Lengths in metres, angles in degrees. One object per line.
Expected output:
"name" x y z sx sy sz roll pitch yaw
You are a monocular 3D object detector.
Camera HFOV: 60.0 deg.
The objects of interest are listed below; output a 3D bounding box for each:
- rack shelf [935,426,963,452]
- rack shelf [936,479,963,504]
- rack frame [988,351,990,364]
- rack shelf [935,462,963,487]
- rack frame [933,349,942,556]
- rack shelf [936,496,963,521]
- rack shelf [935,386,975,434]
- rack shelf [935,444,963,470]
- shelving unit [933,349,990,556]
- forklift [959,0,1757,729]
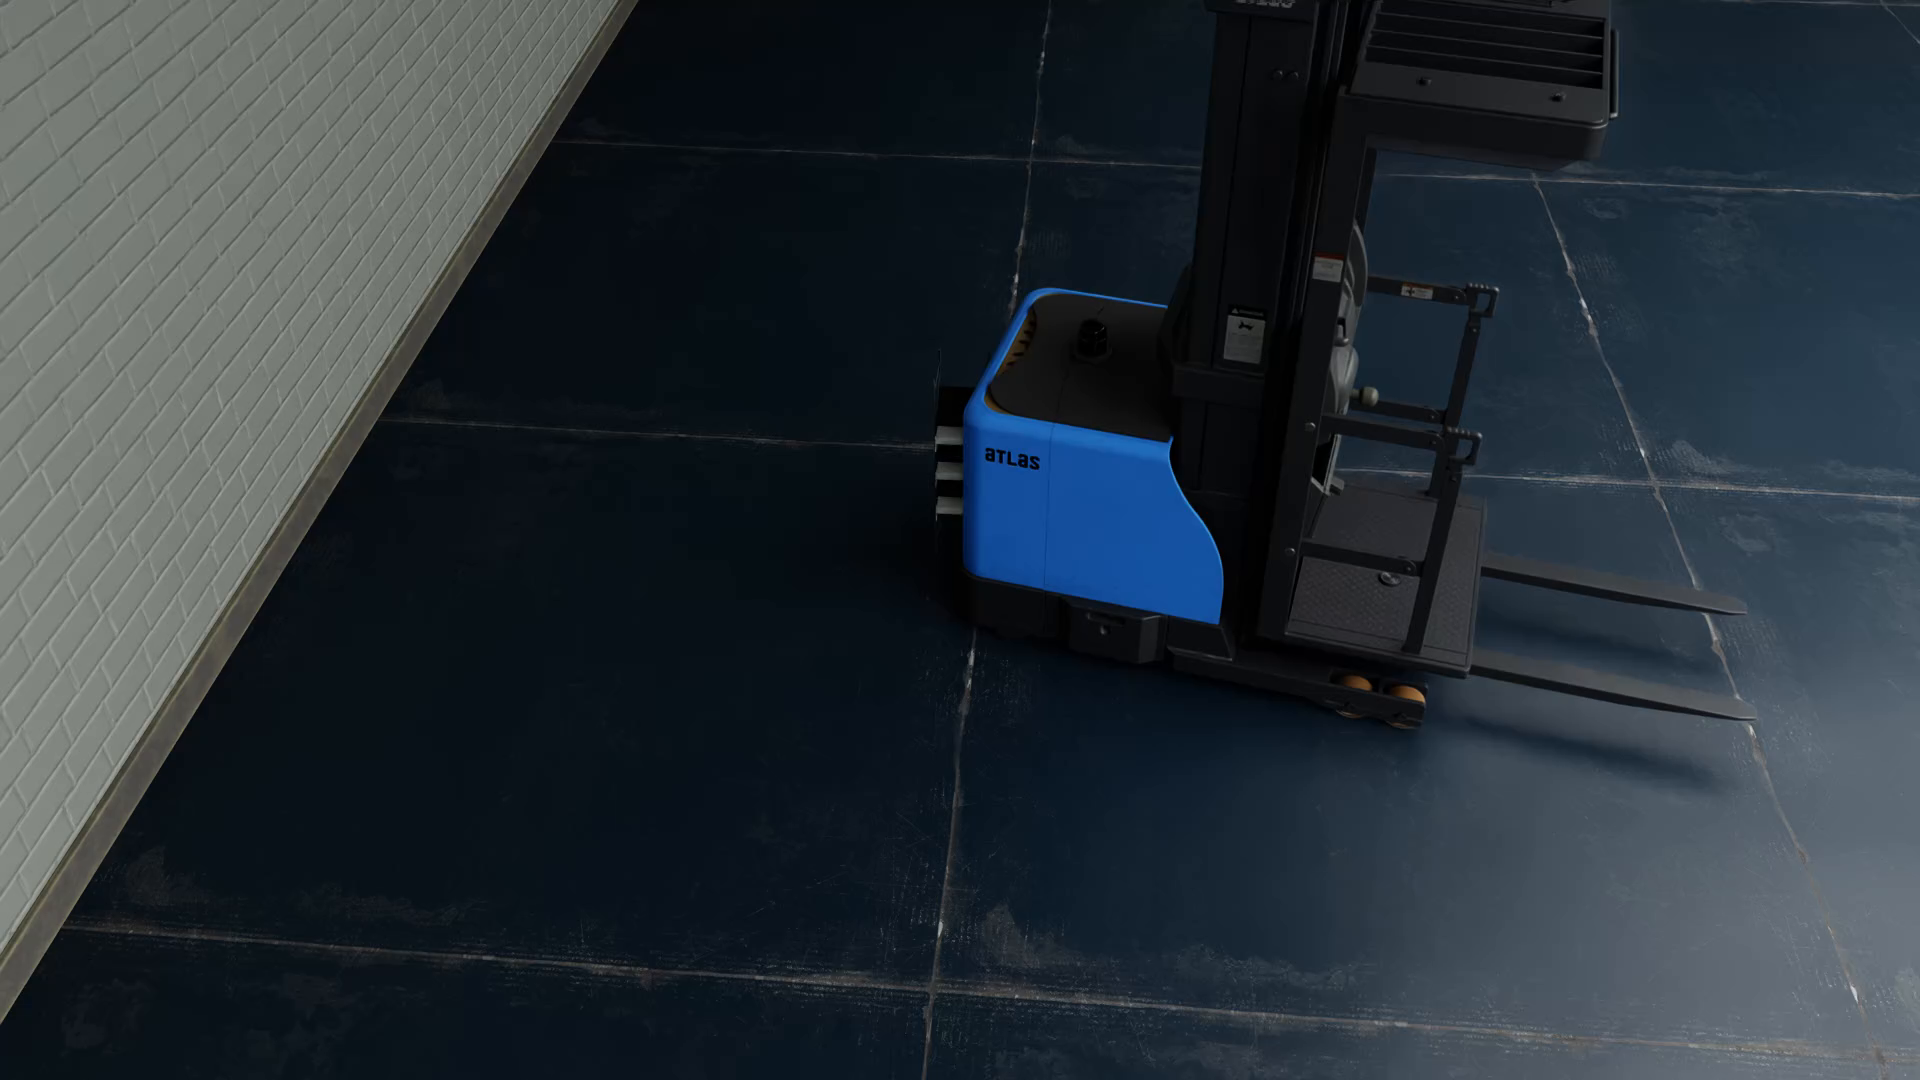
"rack shelf" 0.008 -0.462 6.873 0.200 0.077 0.258 3 39 4
"rack shelf" 0.008 -0.253 7.043 0.200 0.077 0.258 3 39 4
"rack frame" 0.109 -0.343 6.959 0.006 0.900 0.240 3 39 4
"rack shelf" 0.008 -0.323 6.986 0.200 0.077 0.258 3 39 4
"rack frame" -0.093 -0.354 6.972 0.006 0.900 0.240 3 39 4
"rack shelf" 0.008 -0.183 7.100 0.200 0.077 0.258 3 39 4
"rack shelf" 0.008 -0.532 6.816 0.200 0.077 0.258 3 39 4
"rack shelf" 0.008 -0.393 6.930 0.200 0.077 0.258 3 39 4
"shelving unit" 0.008 -0.349 6.965 0.210 0.900 0.258 3 39 4
"forklift" 1.573 -0.793 5.902 3.031 2.935 1.130 11 40 13
